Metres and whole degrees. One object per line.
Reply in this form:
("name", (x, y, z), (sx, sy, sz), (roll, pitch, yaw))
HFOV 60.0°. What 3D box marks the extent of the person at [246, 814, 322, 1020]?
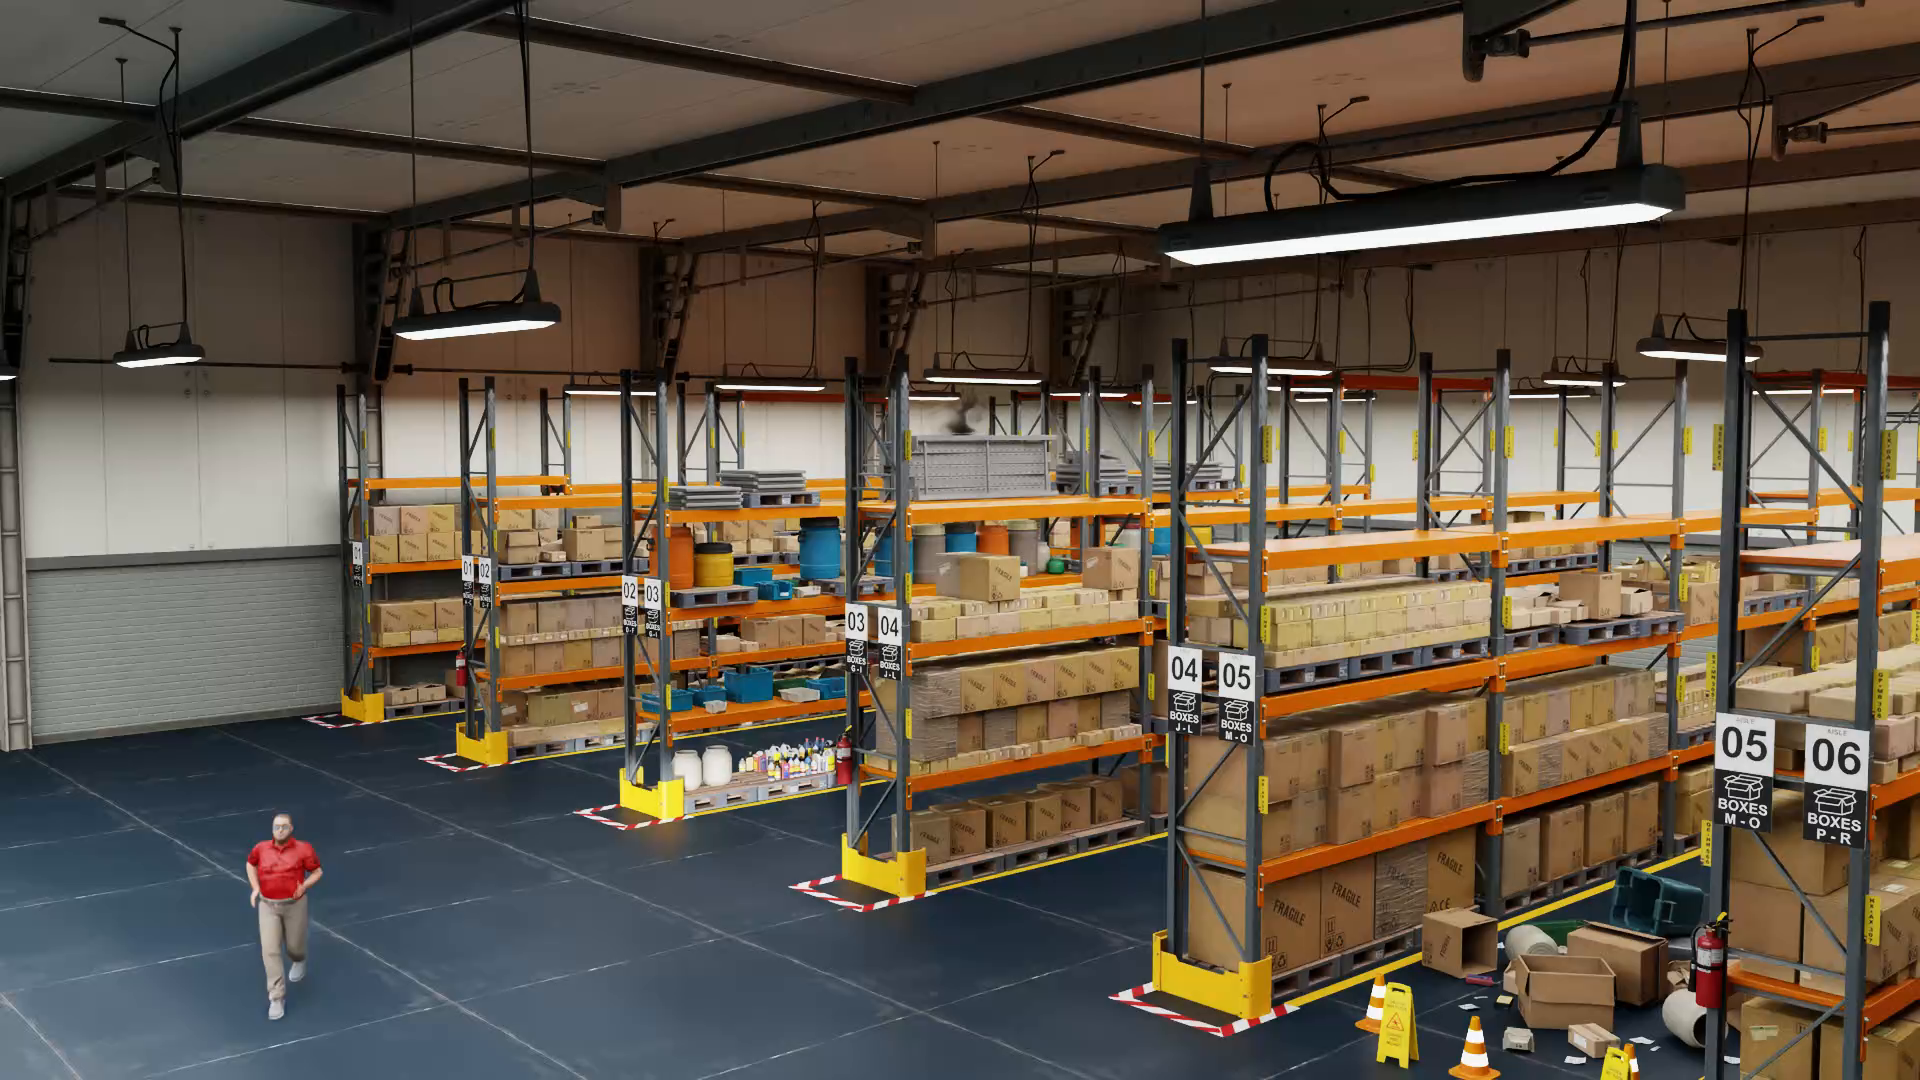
("person", (-6.097, 3.327, 14.998), (0.664, 1.737, 0.951), (-1, 4, -15))
